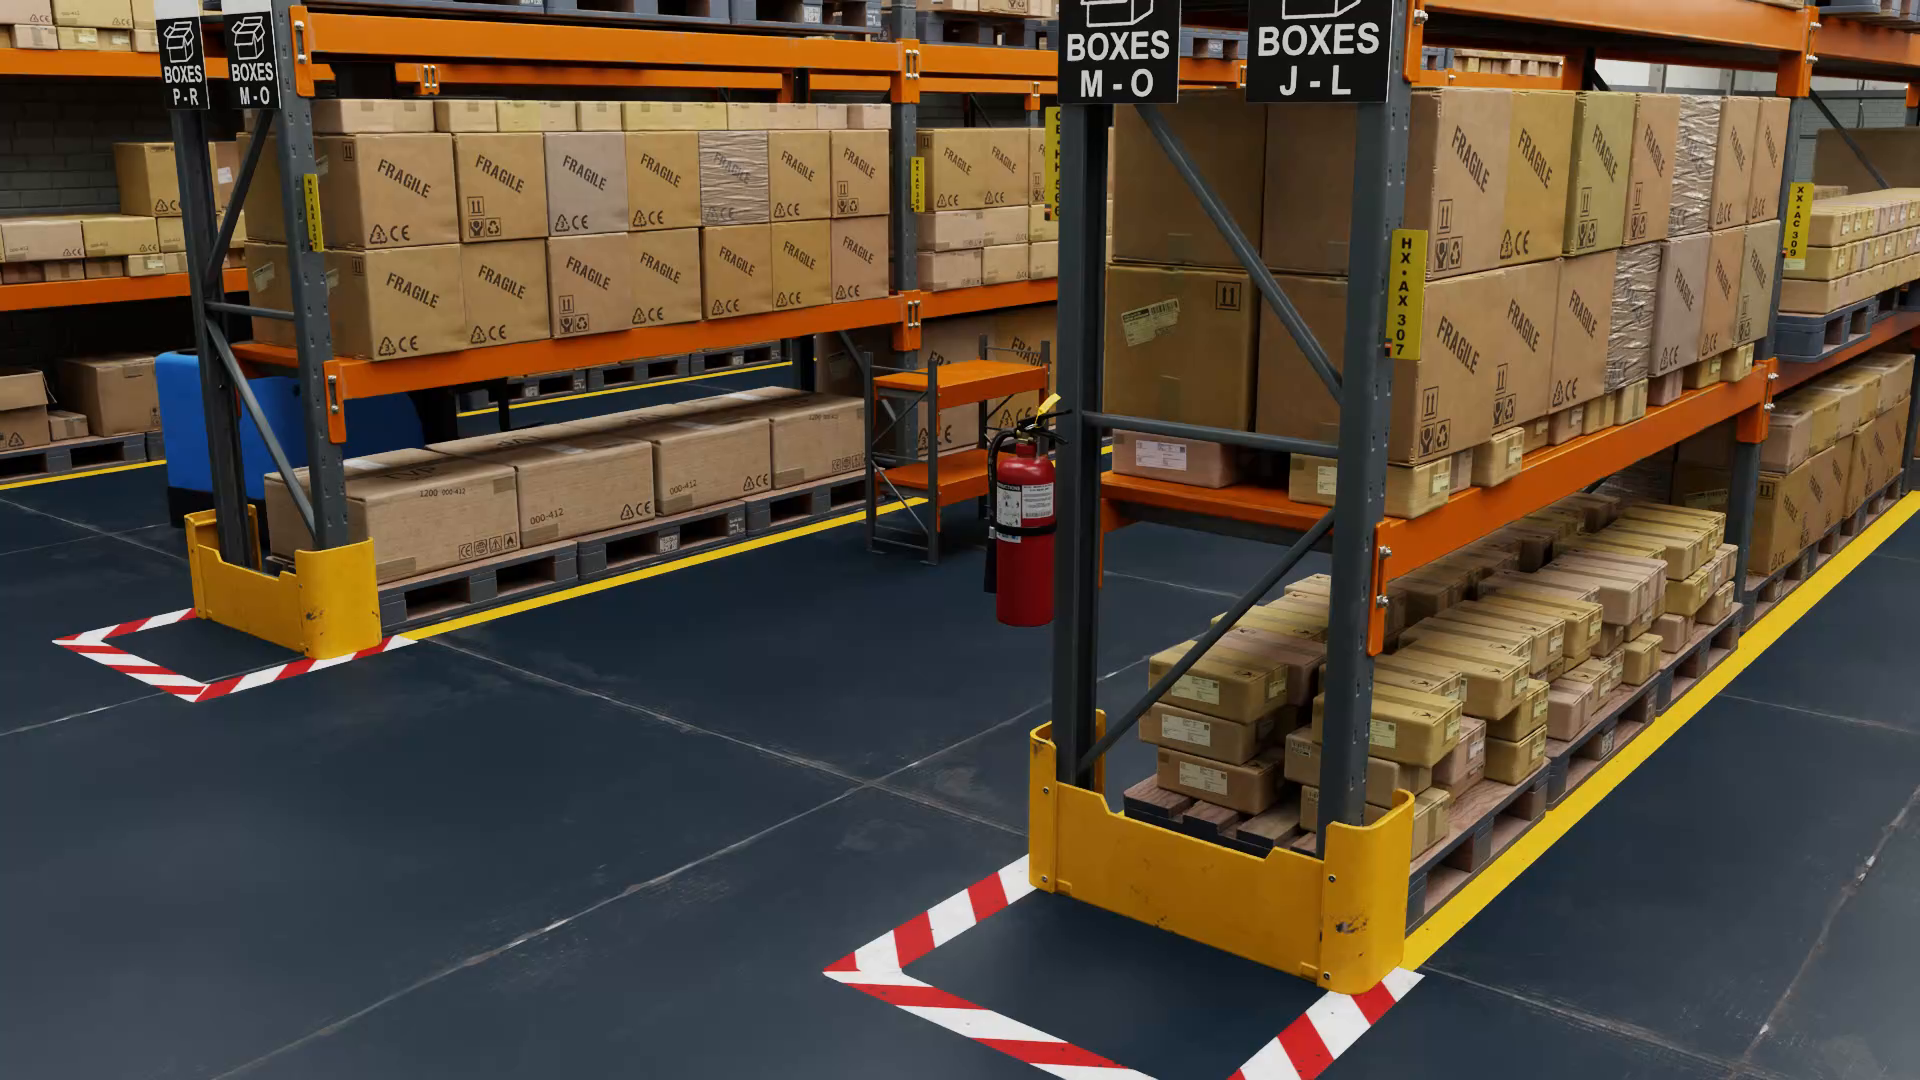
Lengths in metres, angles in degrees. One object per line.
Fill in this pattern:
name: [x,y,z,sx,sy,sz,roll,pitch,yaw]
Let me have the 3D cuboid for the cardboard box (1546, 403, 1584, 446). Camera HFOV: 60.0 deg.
cardboard box: [1.928,-0.438,5.764,0.380,0.149,0.250,11,18,36]

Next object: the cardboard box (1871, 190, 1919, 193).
cardboard box: [5.460,-1.927,9.567,0.380,0.149,0.250,12,19,39]

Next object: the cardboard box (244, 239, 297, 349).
cardboard box: [-3.109,-1.216,8.116,0.500,0.500,0.500,11,18,38]

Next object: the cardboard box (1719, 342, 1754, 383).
cardboard box: [3.147,-0.775,7.092,0.380,0.149,0.250,11,18,36]

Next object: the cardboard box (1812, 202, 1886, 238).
cardboard box: [4.320,-1.579,8.194,0.380,0.149,0.250,11,18,37]

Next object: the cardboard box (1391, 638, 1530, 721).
cardboard box: [1.639,0.454,5.471,0.380,0.149,0.250,11,18,37]

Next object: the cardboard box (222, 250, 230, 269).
cardboard box: [-5.543,-2.053,12.124,0.380,0.149,0.250,11,18,37]

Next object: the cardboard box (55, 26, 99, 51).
cardboard box: [-5.973,-3.343,11.108,0.380,0.149,0.250,11,18,37]

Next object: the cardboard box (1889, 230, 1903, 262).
cardboard box: [4.648,-1.536,8.631,0.380,0.149,0.250,11,18,37]

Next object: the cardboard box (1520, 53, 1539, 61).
cardboard box: [5.783,-5.191,17.573,0.500,0.250,0.500,11,18,38]

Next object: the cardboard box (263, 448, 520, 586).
cardboard box: [-2.869,-0.138,8.425,0.875,0.438,0.875,11,18,36]

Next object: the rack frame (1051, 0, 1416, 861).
rack frame: [0.708,-0.288,4.664,1.000,3.000,0.127,11,18,38]

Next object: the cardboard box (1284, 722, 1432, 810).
cardboard box: [1.237,0.686,5.165,0.380,0.149,0.250,12,19,40]

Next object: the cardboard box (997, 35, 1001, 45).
cardboard box: [0.208,-5.586,18.554,0.500,0.311,0.500,11,18,36]

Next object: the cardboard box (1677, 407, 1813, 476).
cardboard box: [3.892,-0.510,8.239,0.500,0.250,0.500,10,18,35]

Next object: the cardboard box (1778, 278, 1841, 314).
cardboard box: [3.827,-1.140,7.675,0.380,0.149,0.250,10,17,35]

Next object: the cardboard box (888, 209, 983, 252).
cardboard box: [-0.196,-2.011,10.735,0.500,0.250,0.500,11,18,36]

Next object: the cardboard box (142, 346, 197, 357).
cardboard box: [-5.633,-1.140,12.242,0.500,0.500,0.500,12,18,39]

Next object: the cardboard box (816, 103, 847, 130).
cardboard box: [-0.888,-2.506,9.844,0.380,0.149,0.250,12,18,39]

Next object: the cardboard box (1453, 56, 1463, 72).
cardboard box: [4.727,-4.687,16.397,0.380,0.149,0.250,11,18,37]

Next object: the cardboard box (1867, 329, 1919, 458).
cardboard box: [6.189,-1.036,11.324,1.050,0.750,0.750,11,18,37]

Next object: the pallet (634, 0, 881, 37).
pallet: [-1.214,-3.056,9.650,1.003,0.211,1.213,11,18,38]

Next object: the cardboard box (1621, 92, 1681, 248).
cardboard box: [2.170,-1.302,5.818,0.500,0.500,0.500,11,18,36]

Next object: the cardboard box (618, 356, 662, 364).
cardboard box: [-3.101,-1.915,15.291,0.500,0.500,0.500,10,18,36]

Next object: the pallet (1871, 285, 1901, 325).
pallet: [4.524,-1.342,9.201,1.003,0.211,1.213,11,18,38]

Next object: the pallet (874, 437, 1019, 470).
pallet: [-0.265,-0.608,11.589,1.003,0.211,1.213,11,18,38]

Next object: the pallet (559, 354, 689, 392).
pallet: [-3.307,-1.613,15.543,1.003,0.211,1.213,11,18,38]

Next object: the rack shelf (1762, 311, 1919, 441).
rack shelf: [4.479,-1.088,9.276,1.077,0.370,4.000,11,18,38]

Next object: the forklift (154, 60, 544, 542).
forklift: [-3.475,-1.708,10.393,1.130,2.935,3.031,7,16,26]

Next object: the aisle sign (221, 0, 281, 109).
aisle sign: [-3.026,-2.236,7.052,0.394,0.787,0.004,11,18,38]

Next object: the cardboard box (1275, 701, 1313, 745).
cardboard box: [1.024,0.559,5.663,0.380,0.149,0.250,11,18,36]

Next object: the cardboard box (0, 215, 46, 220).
cardboard box: [-6.661,-2.101,11.502,0.500,0.250,0.500,11,18,38]

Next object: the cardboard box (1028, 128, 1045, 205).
cardboard box: [0.424,-2.571,11.417,0.500,0.500,0.500,11,18,36]

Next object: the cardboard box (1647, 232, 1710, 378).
cardboard box: [2.497,-0.916,6.329,0.500,0.500,0.500,11,18,37]

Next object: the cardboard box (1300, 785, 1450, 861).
cardboard box: [1.286,0.840,5.163,0.380,0.149,0.250,12,18,39]

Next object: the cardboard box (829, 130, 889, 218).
cardboard box: [-0.774,-2.201,9.959,0.500,0.500,0.500,11,18,37]

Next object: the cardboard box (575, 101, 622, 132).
cardboard box: [-1.941,-2.153,8.456,0.380,0.149,0.250,11,18,38]

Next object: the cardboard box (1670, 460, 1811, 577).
cardboard box: [3.893,-0.146,8.331,0.500,0.500,0.500,12,19,40]

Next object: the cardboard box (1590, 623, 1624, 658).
cardboard box: [2.393,0.330,6.564,0.380,0.149,0.250,10,17,35]

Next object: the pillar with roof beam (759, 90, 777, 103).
pillar with roof beam: [1.426,-5.965,14.826,9.100,9.000,0.400,11,18,38]

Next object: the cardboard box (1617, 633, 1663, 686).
cardboard box: [2.590,0.450,6.695,0.380,0.149,0.250,11,18,37]

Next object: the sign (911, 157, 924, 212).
sign: [-0.259,-2.173,10.165,0.100,0.325,0.005,11,18,38]

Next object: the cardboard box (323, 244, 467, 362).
cardboard box: [-2.681,-1.130,7.778,0.500,0.500,0.500,11,18,37]

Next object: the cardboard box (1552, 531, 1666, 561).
cardboard box: [2.696,0.086,6.922,0.380,0.149,0.250,12,19,39]

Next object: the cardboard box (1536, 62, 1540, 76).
cardboard box: [6.017,-5.078,17.939,0.380,0.149,0.250,11,18,36]

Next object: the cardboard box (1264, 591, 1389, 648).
cardboard box: [1.322,0.313,6.027,0.380,0.149,0.250,10,18,35]

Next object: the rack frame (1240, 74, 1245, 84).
rack frame: [1.822,-2.567,13.634,1.000,3.000,0.127,11,18,38]

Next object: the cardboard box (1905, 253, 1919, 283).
cardboard box: [4.973,-1.491,9.058,0.380,0.149,0.250,12,19,39]

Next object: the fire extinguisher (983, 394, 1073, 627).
fire extinguisher: [0.191,-0.093,4.811,0.296,0.674,0.183,11,18,38]

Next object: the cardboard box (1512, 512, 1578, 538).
cardboard box: [2.504,-0.030,7.380,0.380,0.149,0.250,11,18,37]

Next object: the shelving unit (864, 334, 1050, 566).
shelving unit: [-0.004,-0.544,9.479,0.538,1.125,1.048,11,18,38]

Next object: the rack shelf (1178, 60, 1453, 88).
rack shelf: [3.079,-4.055,14.861,1.077,0.370,4.000,11,18,38]
